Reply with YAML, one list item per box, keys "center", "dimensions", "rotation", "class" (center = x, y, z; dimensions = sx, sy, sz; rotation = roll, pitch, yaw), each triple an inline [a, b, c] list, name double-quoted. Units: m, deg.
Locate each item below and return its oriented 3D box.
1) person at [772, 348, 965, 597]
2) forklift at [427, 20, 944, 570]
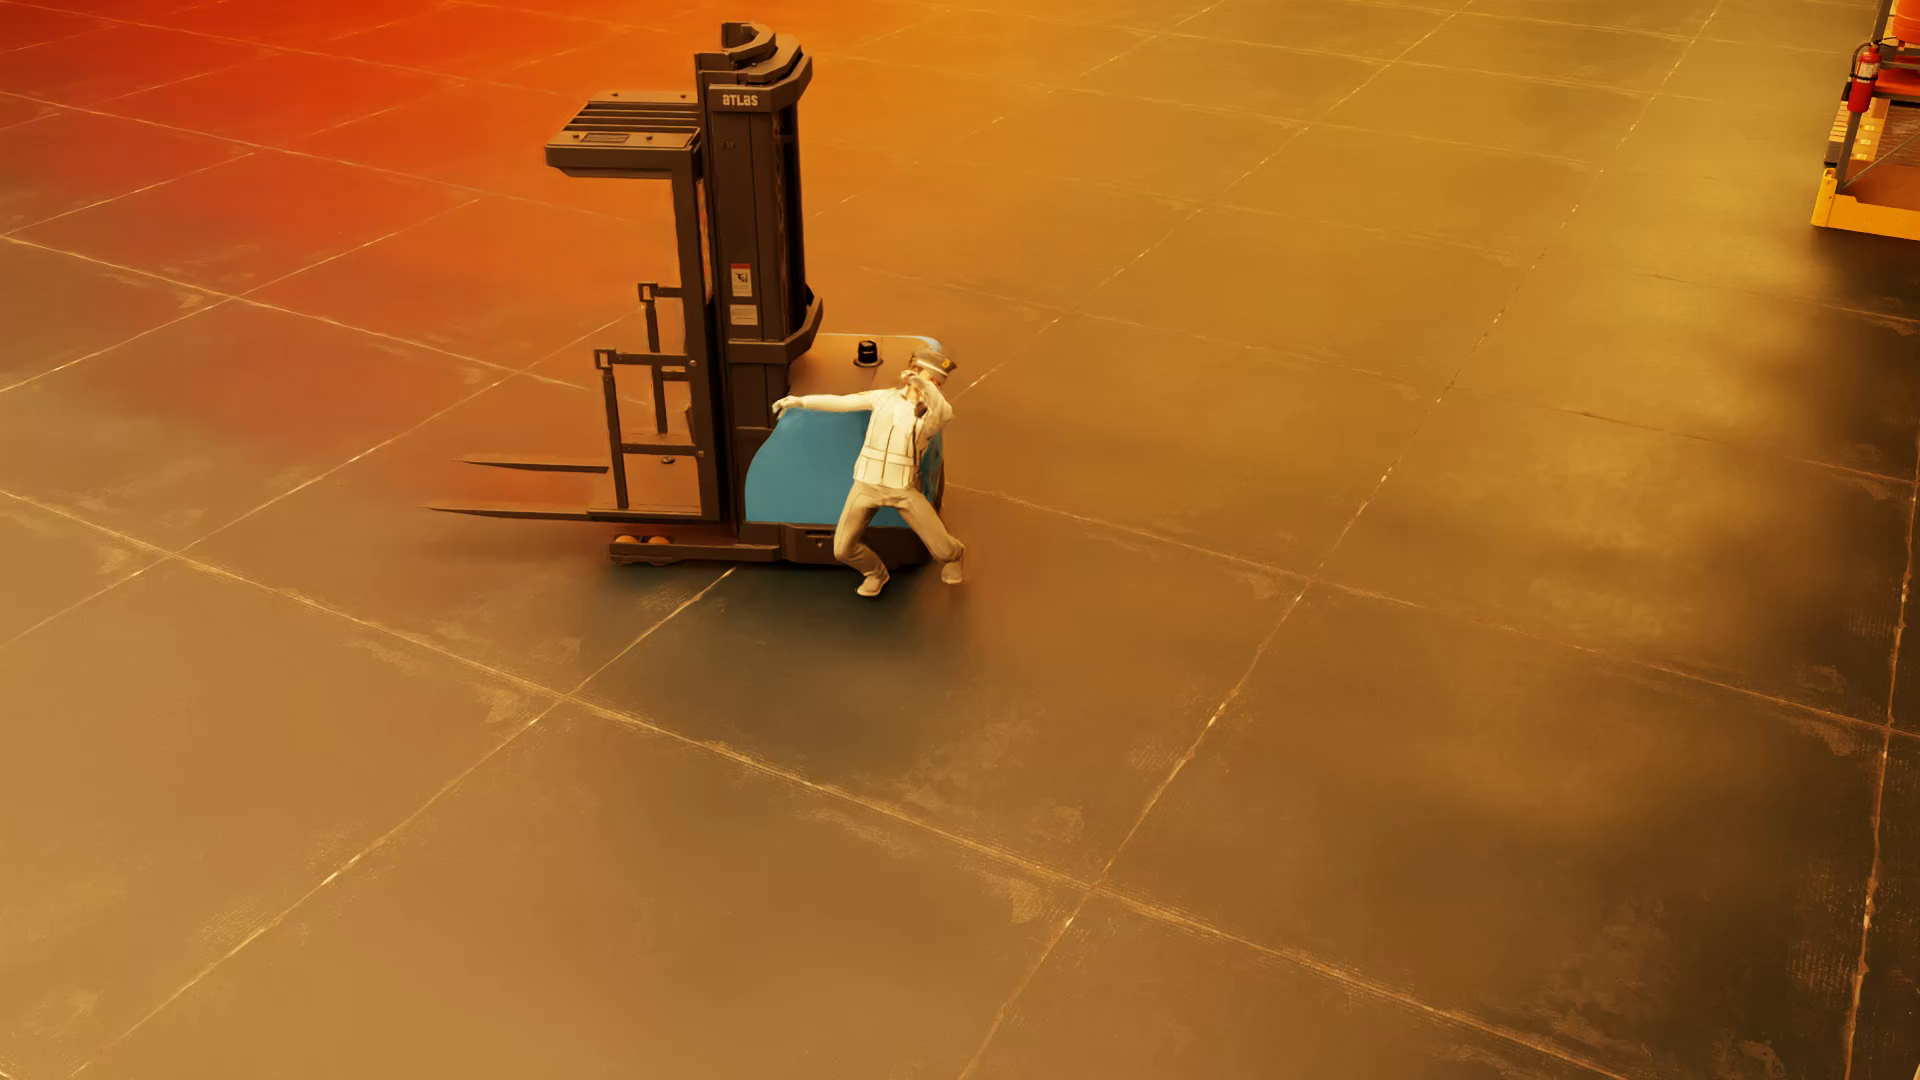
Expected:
- center: [-0.475, -0.390, 9.122]
  dimensions: [0.979, 1.501, 0.708]
  rotation: [5, 30, 9]
  class: "person"
- center: [-1.642, -1.380, 9.461]
  dimensions: [3.031, 2.935, 1.130]
  rotation: [2, 30, 4]
  class: "forklift"
